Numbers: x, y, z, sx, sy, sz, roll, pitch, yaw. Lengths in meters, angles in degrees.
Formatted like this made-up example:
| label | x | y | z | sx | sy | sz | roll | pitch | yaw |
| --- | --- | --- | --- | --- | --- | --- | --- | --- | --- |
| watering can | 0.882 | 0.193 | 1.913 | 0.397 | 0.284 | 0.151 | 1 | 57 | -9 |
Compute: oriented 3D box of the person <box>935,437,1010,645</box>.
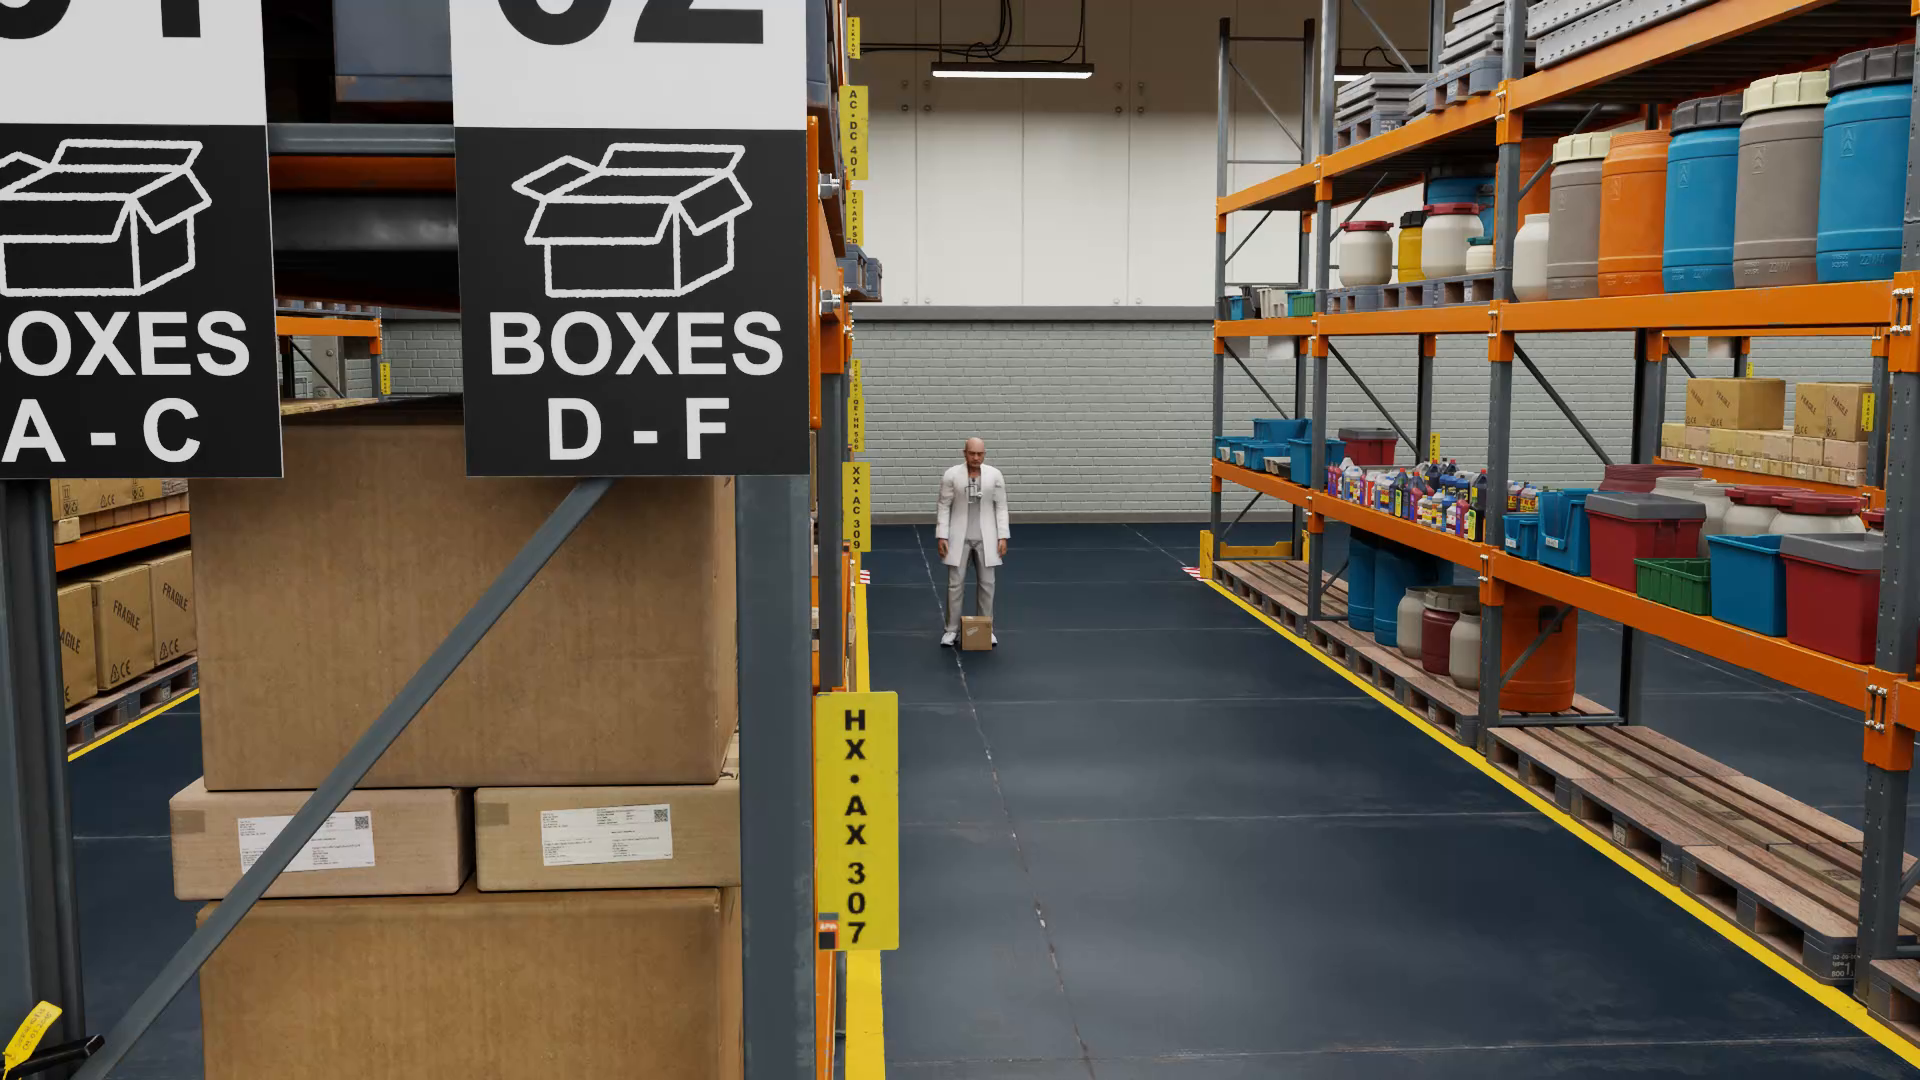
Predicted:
| label | x | y | z | sx | sy | sz | roll | pitch | yaw |
| --- | --- | --- | --- | --- | --- | --- | --- | --- | --- |
| person | 0.106 | 0.005 | 14.256 | 0.644 | 1.774 | 0.425 | 0 | 7 | -3 |
